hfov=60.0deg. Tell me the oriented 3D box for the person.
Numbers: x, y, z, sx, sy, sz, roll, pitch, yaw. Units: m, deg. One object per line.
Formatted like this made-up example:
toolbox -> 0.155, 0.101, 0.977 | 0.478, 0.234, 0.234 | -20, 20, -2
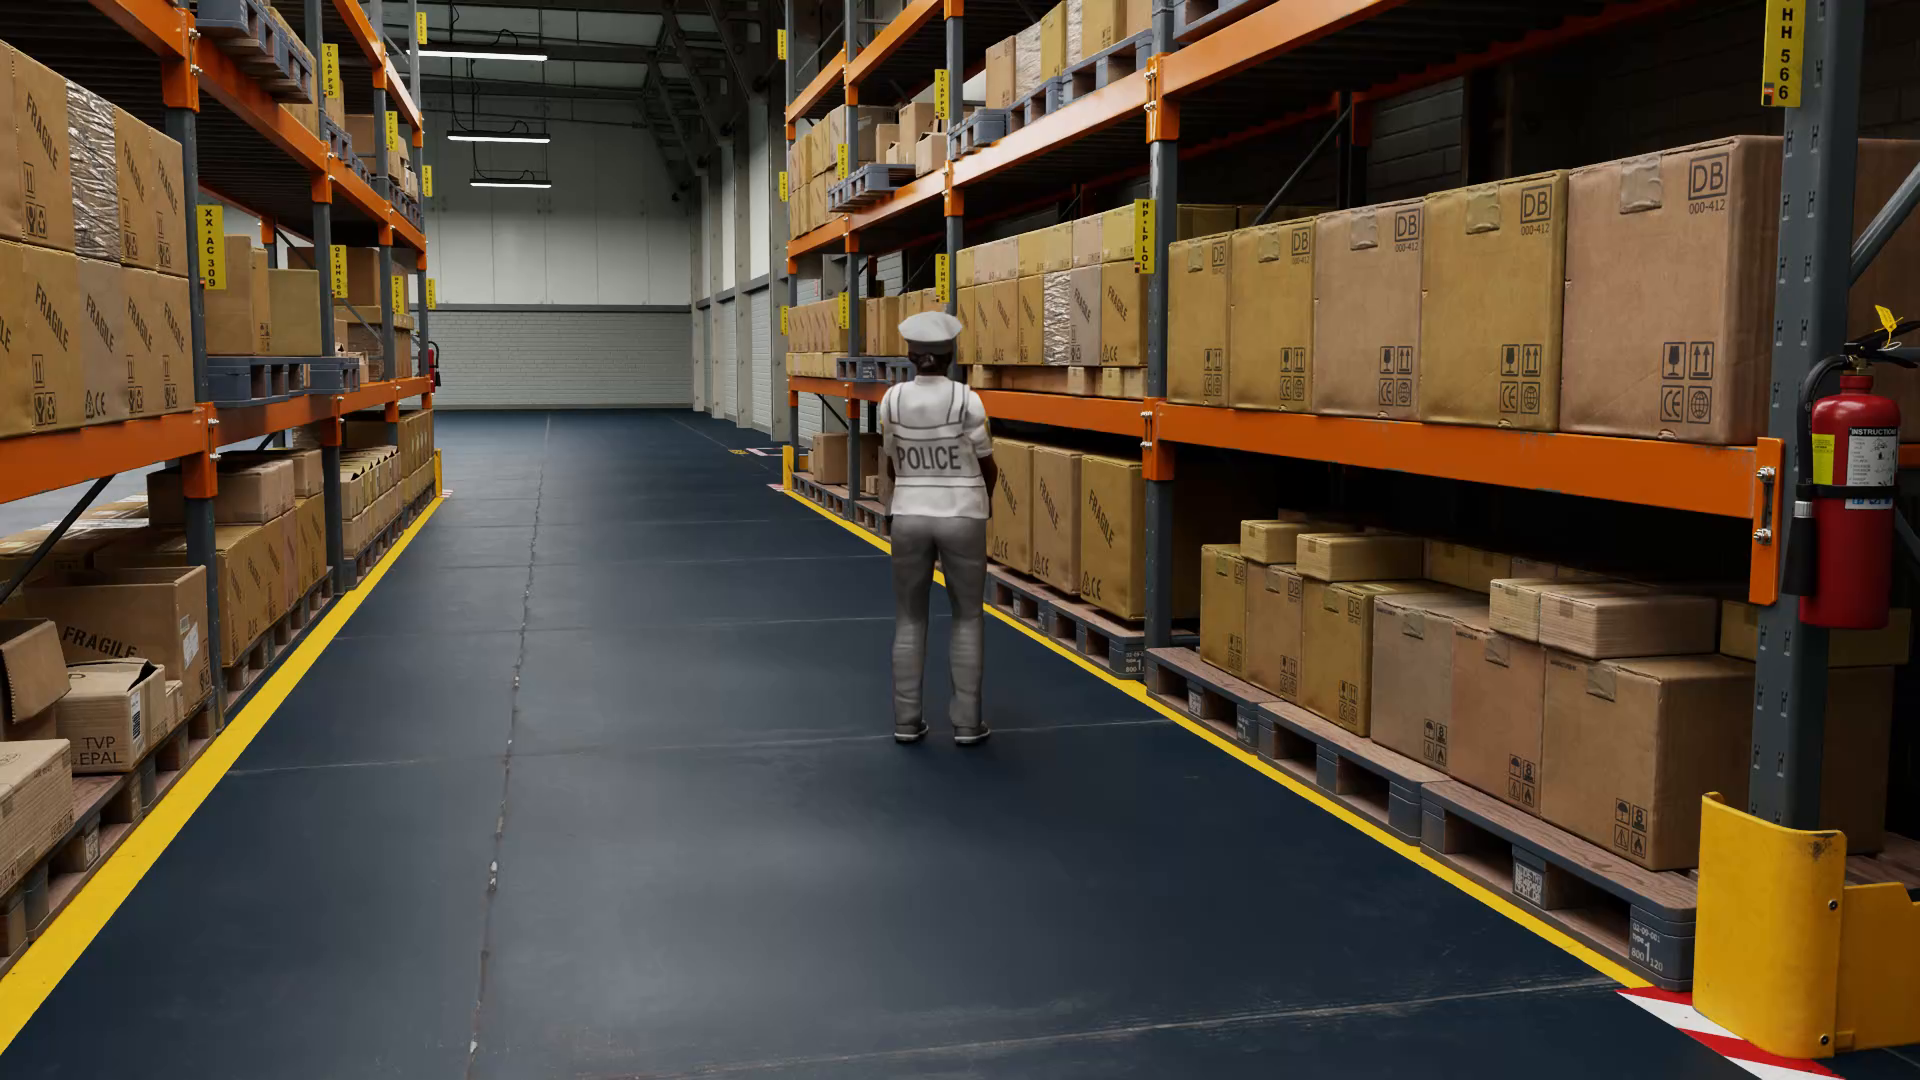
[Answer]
person -> -0.066, -0.055, 6.583 | 0.451, 1.689, 0.527 | 1, 6, 12
